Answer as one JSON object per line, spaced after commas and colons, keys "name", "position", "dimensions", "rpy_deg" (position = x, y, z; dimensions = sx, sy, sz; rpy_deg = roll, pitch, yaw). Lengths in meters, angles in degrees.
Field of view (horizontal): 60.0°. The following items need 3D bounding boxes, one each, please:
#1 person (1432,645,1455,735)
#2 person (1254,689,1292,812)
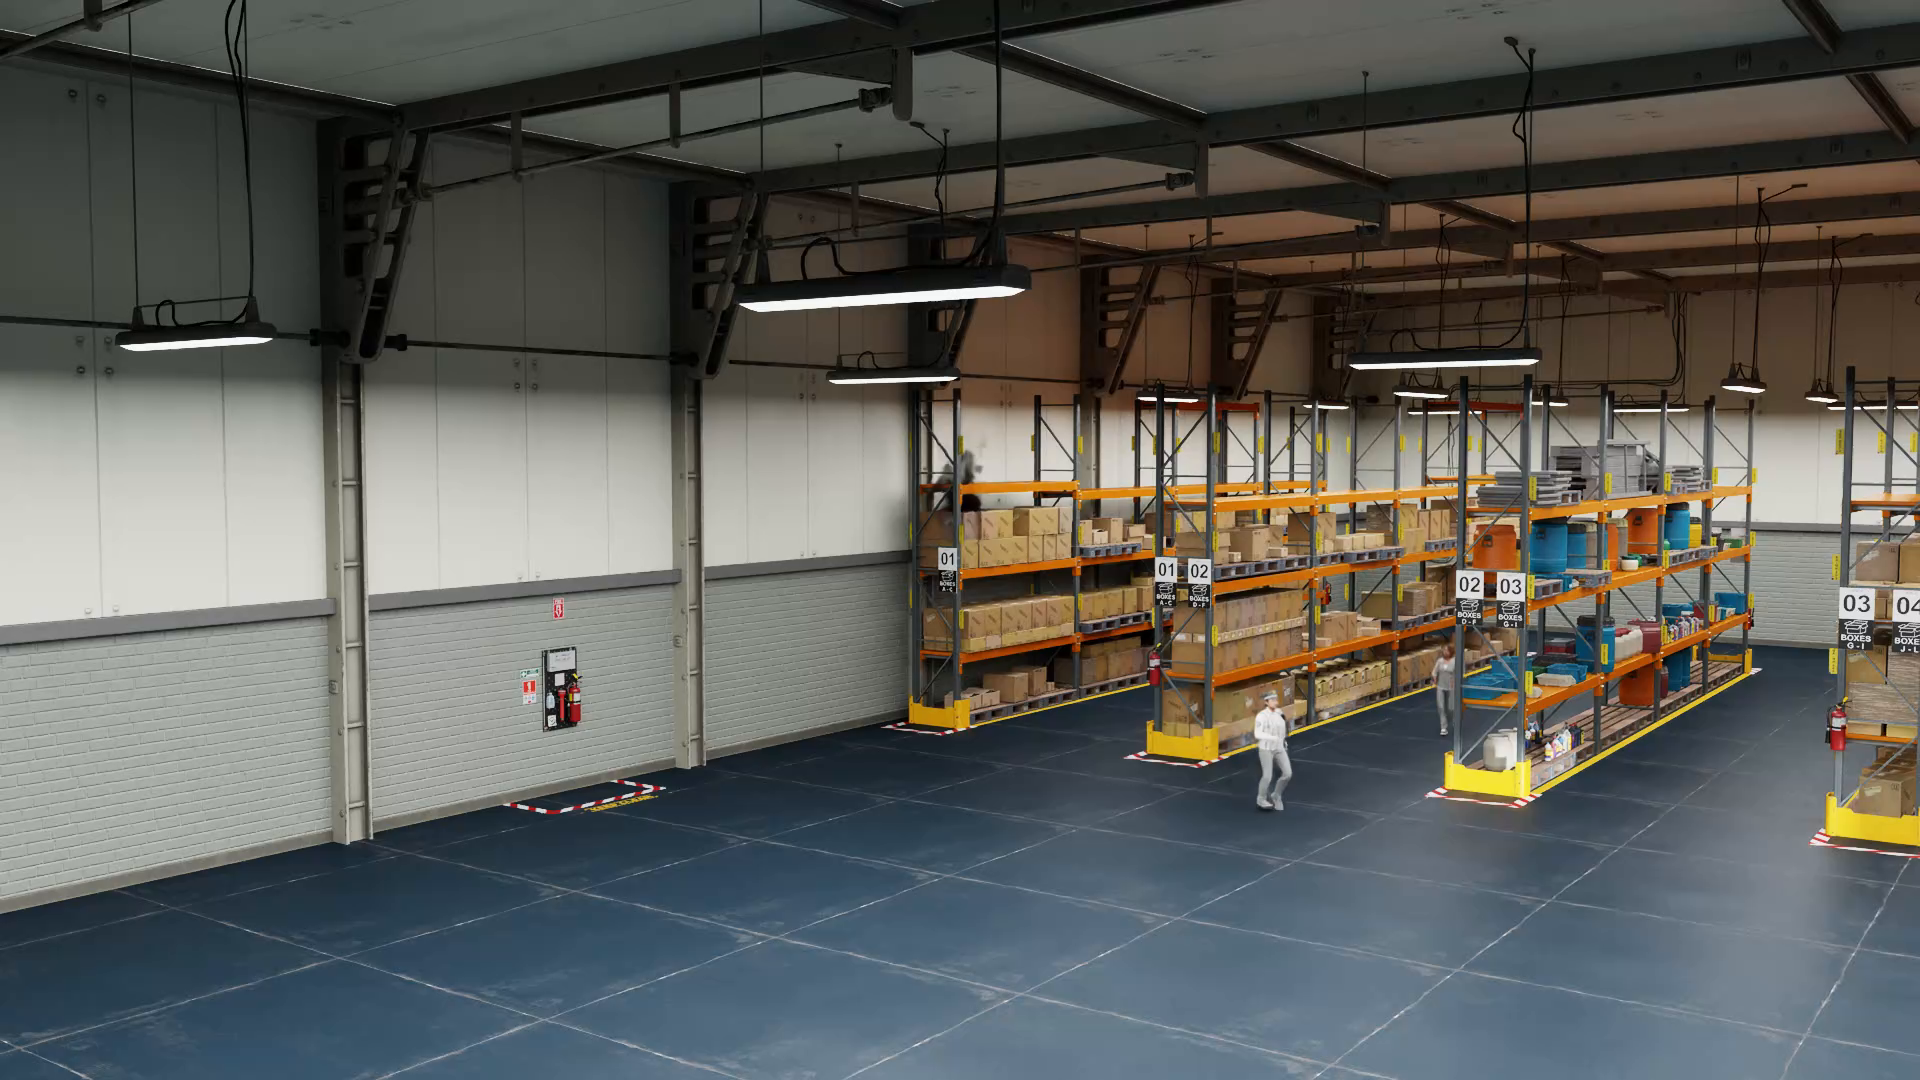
{"name": "person", "position": [8.436, 2.583, 28.816], "dimensions": [0.537, 1.549, 0.596], "rpy_deg": [2, 4, 29]}
{"name": "person", "position": [4.275, 2.873, 22.659], "dimensions": [0.584, 1.695, 0.668], "rpy_deg": [-1, 4, -23]}
